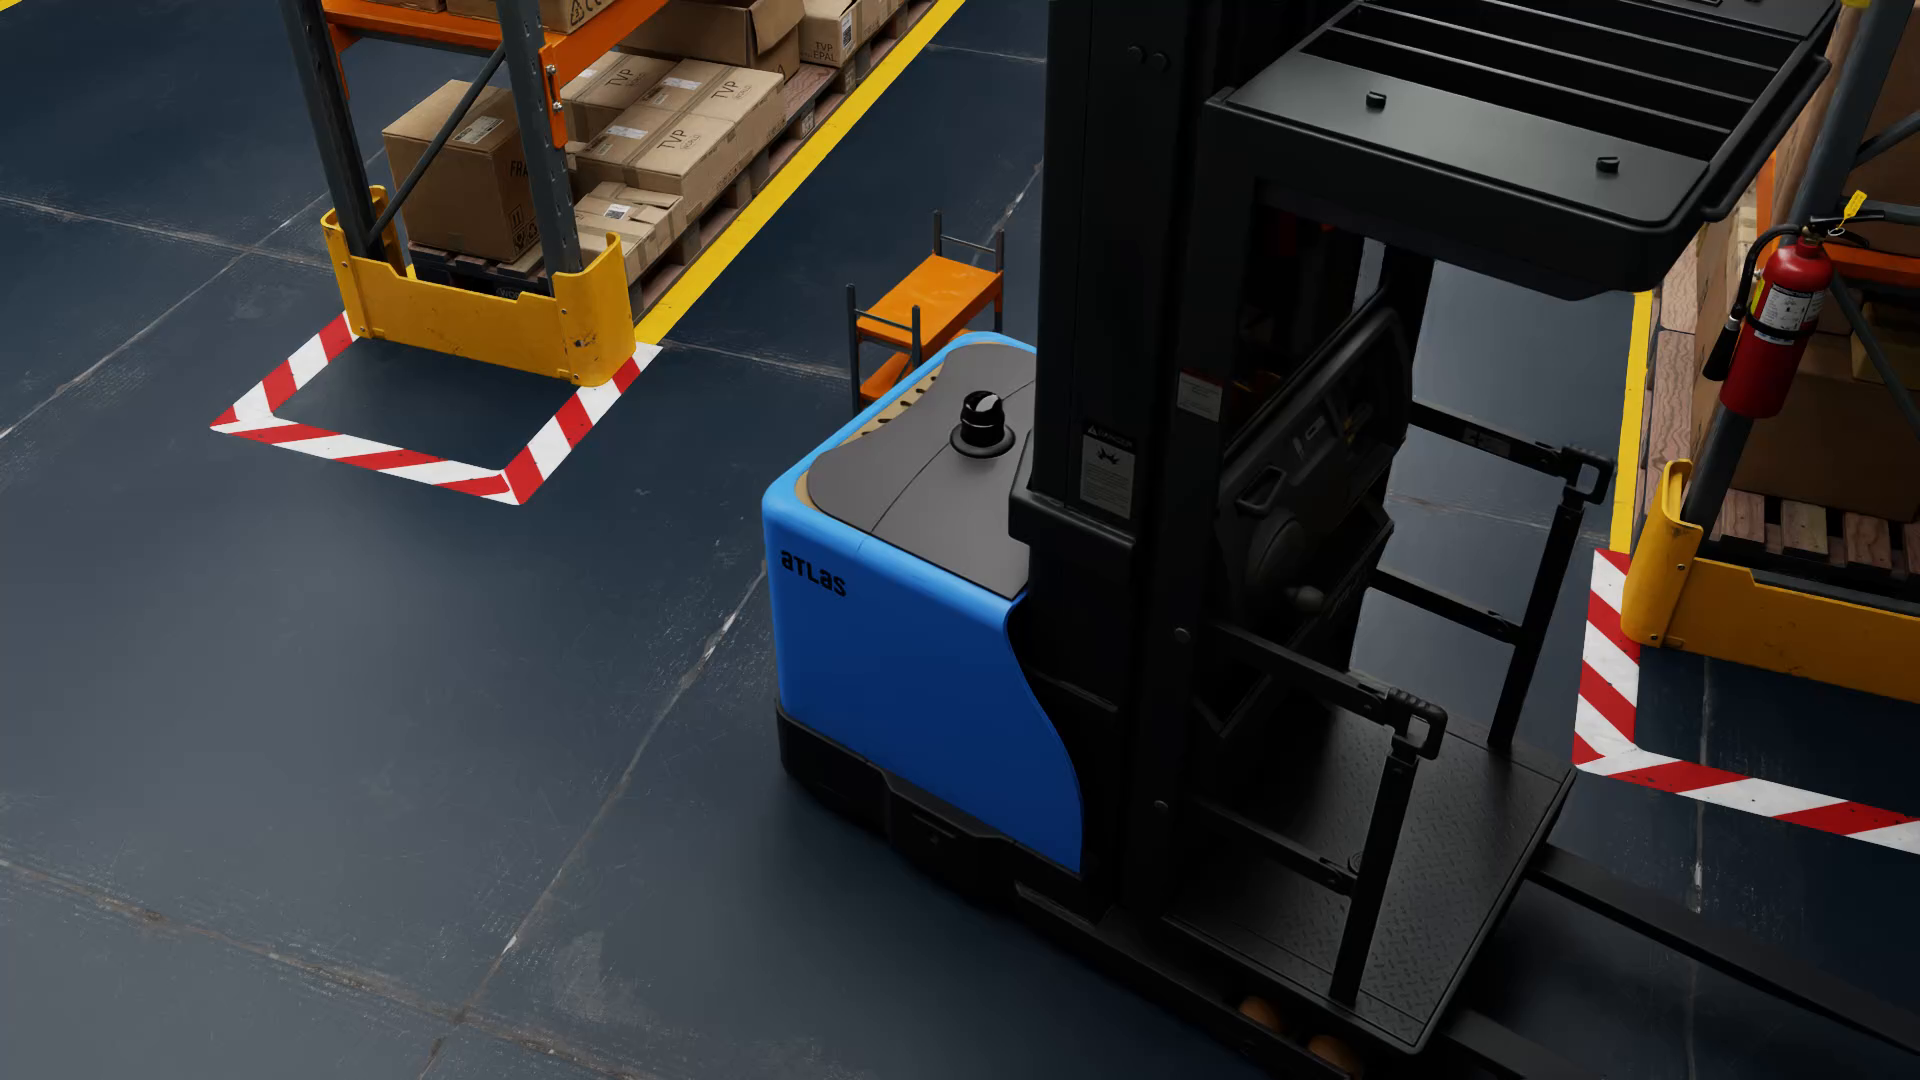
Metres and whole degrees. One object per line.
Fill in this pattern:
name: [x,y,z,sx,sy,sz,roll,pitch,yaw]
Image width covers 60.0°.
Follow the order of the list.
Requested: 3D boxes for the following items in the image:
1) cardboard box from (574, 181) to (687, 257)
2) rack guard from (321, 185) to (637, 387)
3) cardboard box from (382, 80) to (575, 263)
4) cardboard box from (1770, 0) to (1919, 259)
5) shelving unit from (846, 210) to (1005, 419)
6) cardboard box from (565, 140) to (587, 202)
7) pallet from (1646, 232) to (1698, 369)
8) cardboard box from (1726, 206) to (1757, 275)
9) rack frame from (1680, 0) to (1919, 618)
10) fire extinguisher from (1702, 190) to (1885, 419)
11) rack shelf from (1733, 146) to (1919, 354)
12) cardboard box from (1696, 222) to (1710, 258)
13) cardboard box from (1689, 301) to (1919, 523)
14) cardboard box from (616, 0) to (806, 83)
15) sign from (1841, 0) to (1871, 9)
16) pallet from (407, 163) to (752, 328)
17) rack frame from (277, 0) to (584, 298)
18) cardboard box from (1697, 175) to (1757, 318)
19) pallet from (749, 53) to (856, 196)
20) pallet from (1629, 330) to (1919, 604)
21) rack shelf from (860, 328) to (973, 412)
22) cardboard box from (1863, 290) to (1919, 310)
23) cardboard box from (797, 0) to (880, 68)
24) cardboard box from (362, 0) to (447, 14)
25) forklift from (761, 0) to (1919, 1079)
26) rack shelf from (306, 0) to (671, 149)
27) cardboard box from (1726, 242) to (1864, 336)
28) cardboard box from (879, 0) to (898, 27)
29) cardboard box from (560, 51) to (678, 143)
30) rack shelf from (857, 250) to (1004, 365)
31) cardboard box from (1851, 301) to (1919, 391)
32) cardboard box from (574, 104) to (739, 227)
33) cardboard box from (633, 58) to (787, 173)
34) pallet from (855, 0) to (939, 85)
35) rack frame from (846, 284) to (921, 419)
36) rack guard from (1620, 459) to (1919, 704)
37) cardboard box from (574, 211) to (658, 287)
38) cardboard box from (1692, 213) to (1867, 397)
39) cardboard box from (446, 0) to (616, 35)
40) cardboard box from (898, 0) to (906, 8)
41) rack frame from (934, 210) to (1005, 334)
cardboard box: [-1.357,-1.329,6.841,0.380,0.166,0.250,13,42,15]
rack guard: [-1.882,-1.004,6.541,1.175,0.500,0.348,13,42,15]
cardboard box: [-1.954,-1.511,6.797,0.500,0.500,0.500,13,42,15]
cardboard box: [2.913,-1.238,4.659,0.980,0.700,0.700,15,43,17]
shelving unit: [-0.096,-0.372,5.262,0.258,1.200,0.503,21,45,22]
cardboard box: [-1.731,-1.611,7.171,0.380,0.166,0.250,13,42,15]
pallet: [3.367,-0.997,6.756,1.003,0.211,1.213,13,42,15]
cardboard box: [2.853,-0.991,5.702,0.380,0.149,0.250,14,43,16]
rack frame: [2.748,-0.811,4.389,1.000,3.000,0.127,13,42,15]
fire extinguisher: [2.263,-0.650,4.548,0.296,0.674,0.183,13,42,15]
rack shelf: [3.432,-1.757,6.053,1.077,0.370,4.000,13,42,15]
cardboard box: [3.411,-1.408,6.691,0.700,0.500,0.500,14,42,16]
cardboard box: [2.893,-0.469,5.591,0.700,0.500,0.500,13,42,15]
cardboard box: [-1.178,-2.418,7.858,0.797,0.503,0.637,13,42,15]
sign: [2.243,-1.470,4.088,0.100,0.325,0.005,13,42,15]
pallet: [-1.611,-1.380,7.205,1.003,0.211,1.213,13,42,15]
rack frame: [-1.908,-1.908,5.675,1.000,3.000,0.127,13,42,15]
cardboard box: [3.236,-1.081,6.308,0.700,0.500,0.500,12,42,14]
pallet: [-1.192,-2.122,8.074,1.003,0.211,1.213,13,42,15]
pallet: [2.948,-0.255,5.887,1.003,0.211,1.213,13,42,15]
rack shelf: [-0.096,-0.491,5.161,0.258,0.148,0.480,21,45,22]
cardboard box: [3.211,-0.904,5.601,0.380,0.149,0.250,13,42,15]
cardboard box: [-0.725,-2.624,8.248,0.500,0.311,0.500,13,42,15]
cardboard box: [-2.011,-2.280,6.034,0.500,0.500,0.500,15,43,16]
forklift: [0.971,-0.122,3.635,3.031,2.935,1.130,25,46,26]
rack shelf: [-1.225,-2.854,7.339,1.077,0.370,4.000,13,42,15]
cardboard box: [2.766,-0.834,5.520,0.380,0.149,0.250,13,42,15]
cardboard box: [-0.541,-2.778,8.553,0.380,0.149,0.250,13,42,15]
cardboard box: [-1.601,-1.989,7.549,0.500,0.250,0.500,13,42,15]
rack shelf: [-0.096,-0.671,5.007,0.258,0.148,0.480,21,45,22]
cardboard box: [3.038,-0.595,5.239,0.380,0.149,0.250,14,42,15]
cardboard box: [-1.285,-1.603,7.097,0.500,0.250,0.500,13,42,15]
cardboard box: [-1.114,-1.908,7.455,0.500,0.250,0.500,13,42,15]
pallet: [-0.776,-2.868,8.949,1.003,0.211,1.213,13,42,15]
rack frame: [-0.218,-0.235,5.102,0.240,1.200,0.015,21,45,22]
rack guard: [2.740,0.155,5.184,1.175,0.500,0.348,13,42,15]
cardboard box: [-1.442,-1.170,6.668,0.380,0.149,0.250,13,42,15]
cardboard box: [3.064,-0.774,5.949,0.700,0.500,0.500,13,42,15]
cardboard box: [-1.509,-2.158,5.892,0.500,0.500,0.500,14,42,16]
cardboard box: [-0.469,-3.154,8.722,0.500,0.500,0.500,13,42,15]
rack frame: [0.027,-0.509,5.423,0.240,1.200,0.015,21,45,22]
